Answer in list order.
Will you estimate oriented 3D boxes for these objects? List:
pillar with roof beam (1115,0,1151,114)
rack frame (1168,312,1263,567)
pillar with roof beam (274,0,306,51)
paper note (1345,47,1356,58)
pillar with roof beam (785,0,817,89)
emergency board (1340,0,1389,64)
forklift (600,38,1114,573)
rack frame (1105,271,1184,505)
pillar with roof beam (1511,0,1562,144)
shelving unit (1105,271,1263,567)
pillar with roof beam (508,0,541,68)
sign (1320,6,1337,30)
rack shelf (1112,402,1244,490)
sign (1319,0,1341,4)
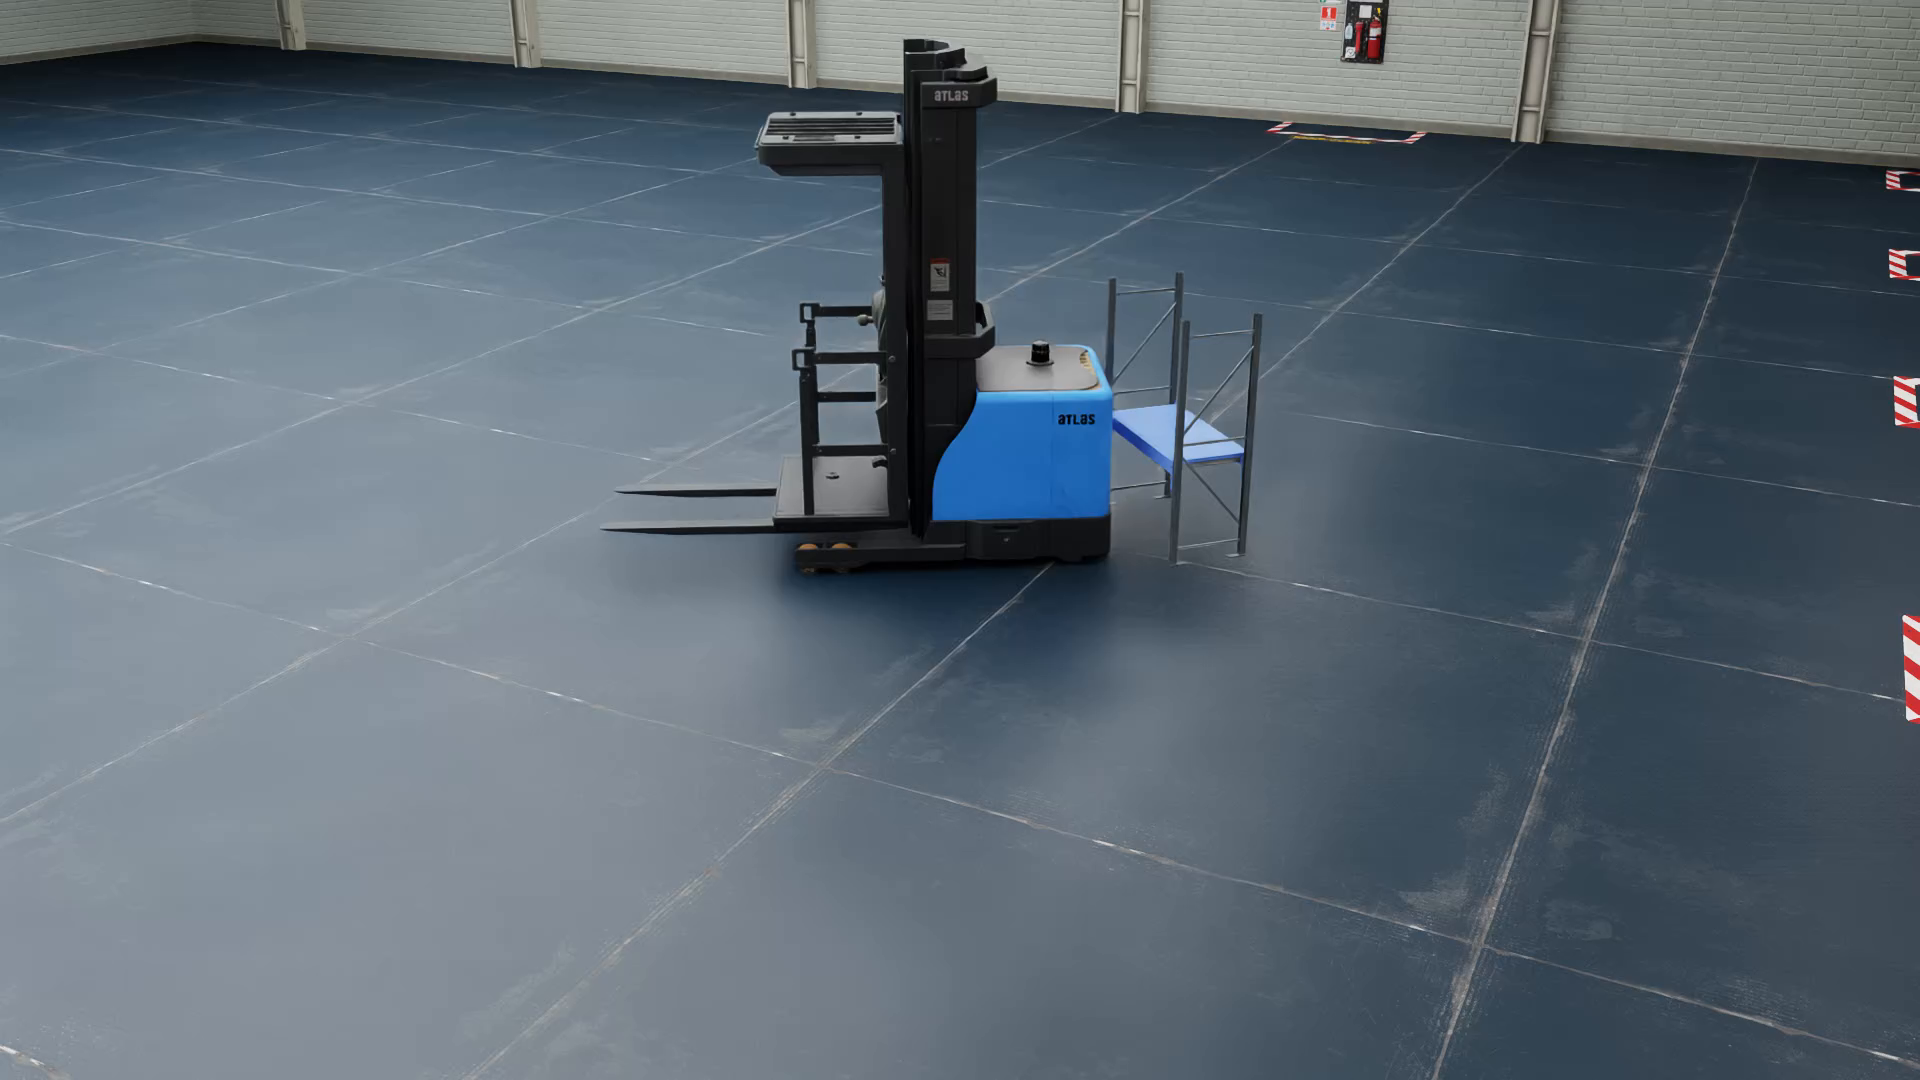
[{"bbox_3d":[0.724,-9.339,20.712,0.400,9.000,9.100,11,25,25],"label":"pillar with roof beam"},{"bbox_3d":[1.479,-0.569,9.671,0.500,1.500,0.032,-8,24,-17],"label":"rack frame"},{"bbox_3d":[-15.340,-12.518,28.186,0.400,9.000,9.100,11,25,25],"label":"pillar with roof beam"},{"bbox_3d":[5.706,-7.122,24.290,0.142,0.148,0.016,11,25,25],"label":"paper note"},{"bbox_3d":[-4.631,-10.399,23.203,0.400,9.000,9.100,11,25,25],"label":"pillar with roof beam"},{"bbox_3d":[5.832,-7.472,23.987,0.643,1.169,0.194,11,25,25],"label":"emergency board"},{"bbox_3d":[-0.636,-1.369,9.724,3.031,2.935,1.130,-1,23,-2],"label":"forklift"},{"bbox_3d":[1.150,-0.945,10.556,0.500,1.500,0.032,-8,24,-17],"label":"rack frame"},{"bbox_3d":[6.078,-8.280,18.220,0.400,9.000,9.100,11,25,25],"label":"pillar with roof beam"},{"bbox_3d":[1.315,-0.757,10.114,0.538,1.500,1.048,-8,24,-17],"label":"shelving unit"},{"bbox_3d":[-9.985,-11.458,25.694,0.400,9.000,9.100,11,25,25],"label":"pillar with roof beam"},{"bbox_3d":[5.385,-7.622,24.295,0.234,0.329,0.001,11,25,25],"label":"sign"},{"bbox_3d":[1.315,-0.592,10.184,0.538,0.185,1.000,-8,24,-17],"label":"rack shelf"},{"bbox_3d":[5.386,-7.862,24.182,0.331,0.109,0.001,11,25,25],"label":"sign"}]
